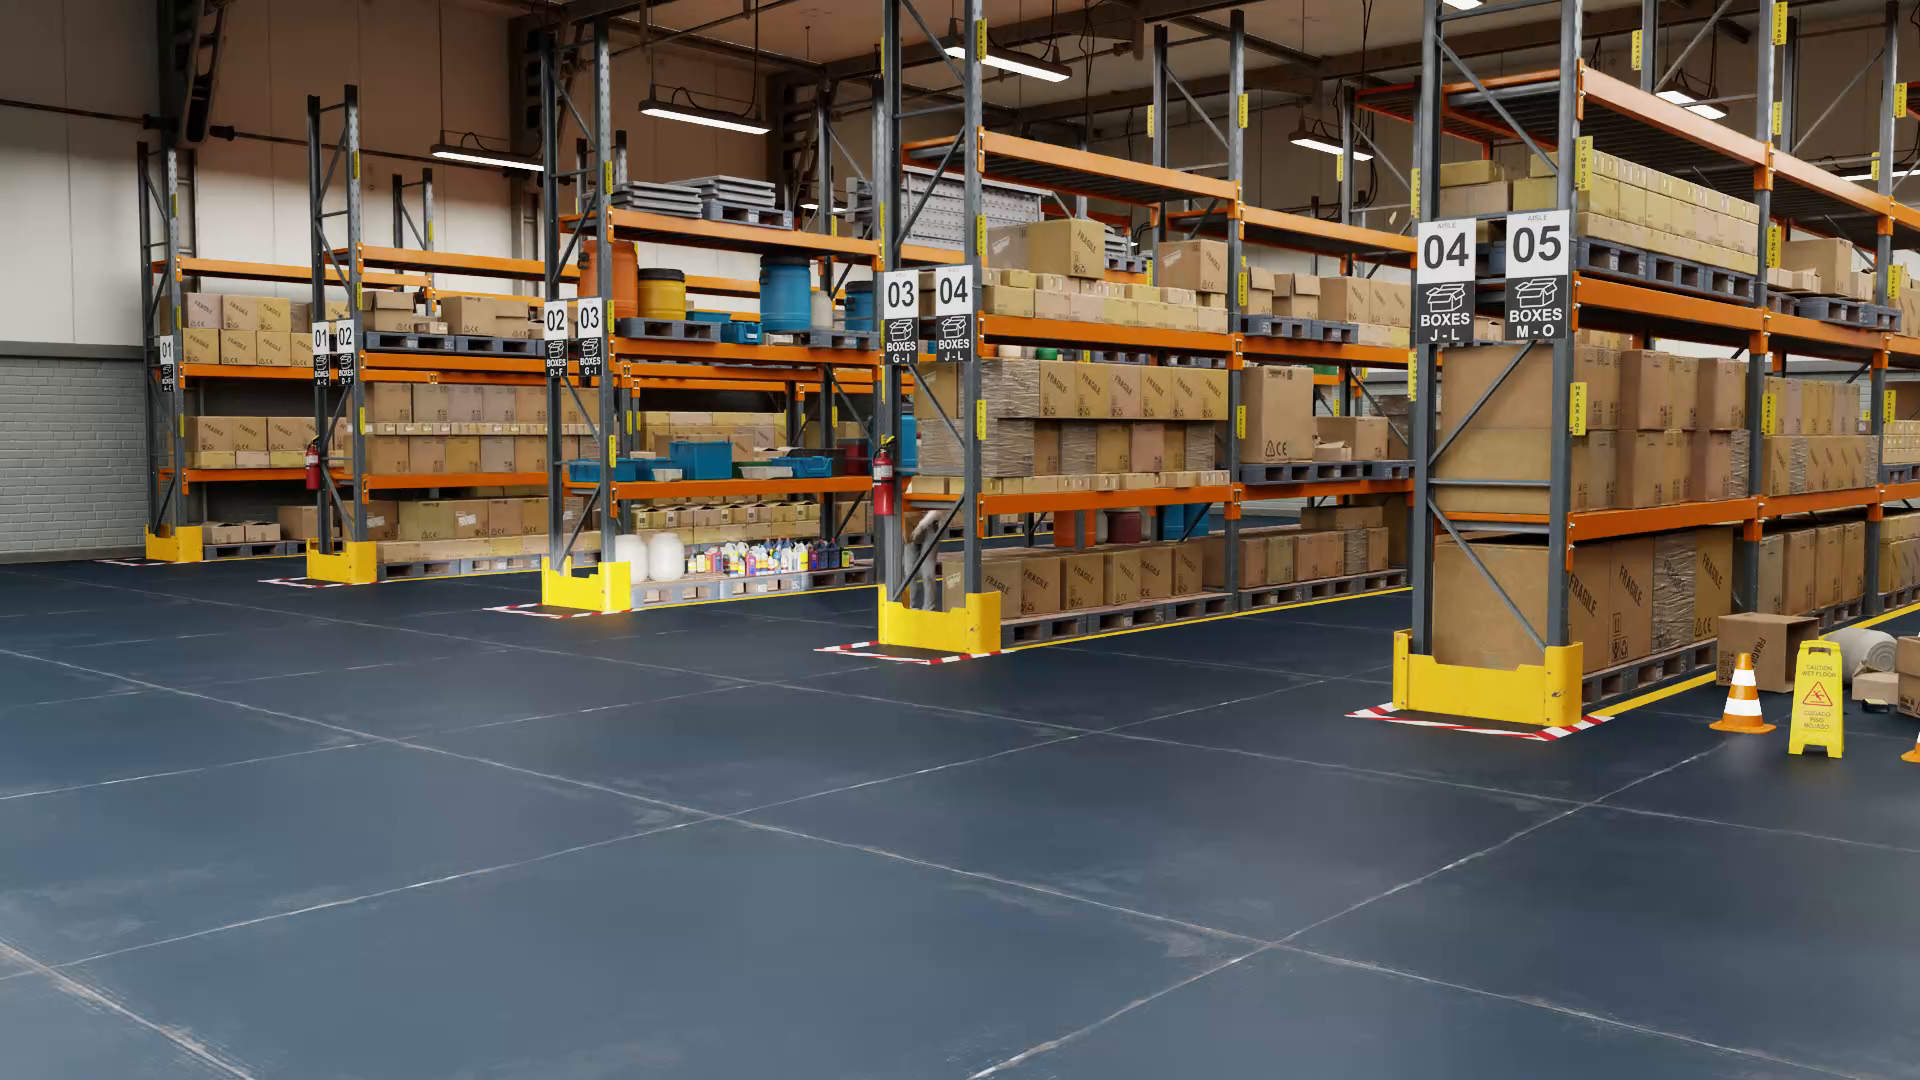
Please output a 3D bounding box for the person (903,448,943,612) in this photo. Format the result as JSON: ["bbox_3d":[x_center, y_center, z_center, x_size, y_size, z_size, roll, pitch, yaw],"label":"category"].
[{"bbox_3d":[-0.399,-0.048,15.931,0.444,1.701,0.535,3,5,40],"label":"person"}]
